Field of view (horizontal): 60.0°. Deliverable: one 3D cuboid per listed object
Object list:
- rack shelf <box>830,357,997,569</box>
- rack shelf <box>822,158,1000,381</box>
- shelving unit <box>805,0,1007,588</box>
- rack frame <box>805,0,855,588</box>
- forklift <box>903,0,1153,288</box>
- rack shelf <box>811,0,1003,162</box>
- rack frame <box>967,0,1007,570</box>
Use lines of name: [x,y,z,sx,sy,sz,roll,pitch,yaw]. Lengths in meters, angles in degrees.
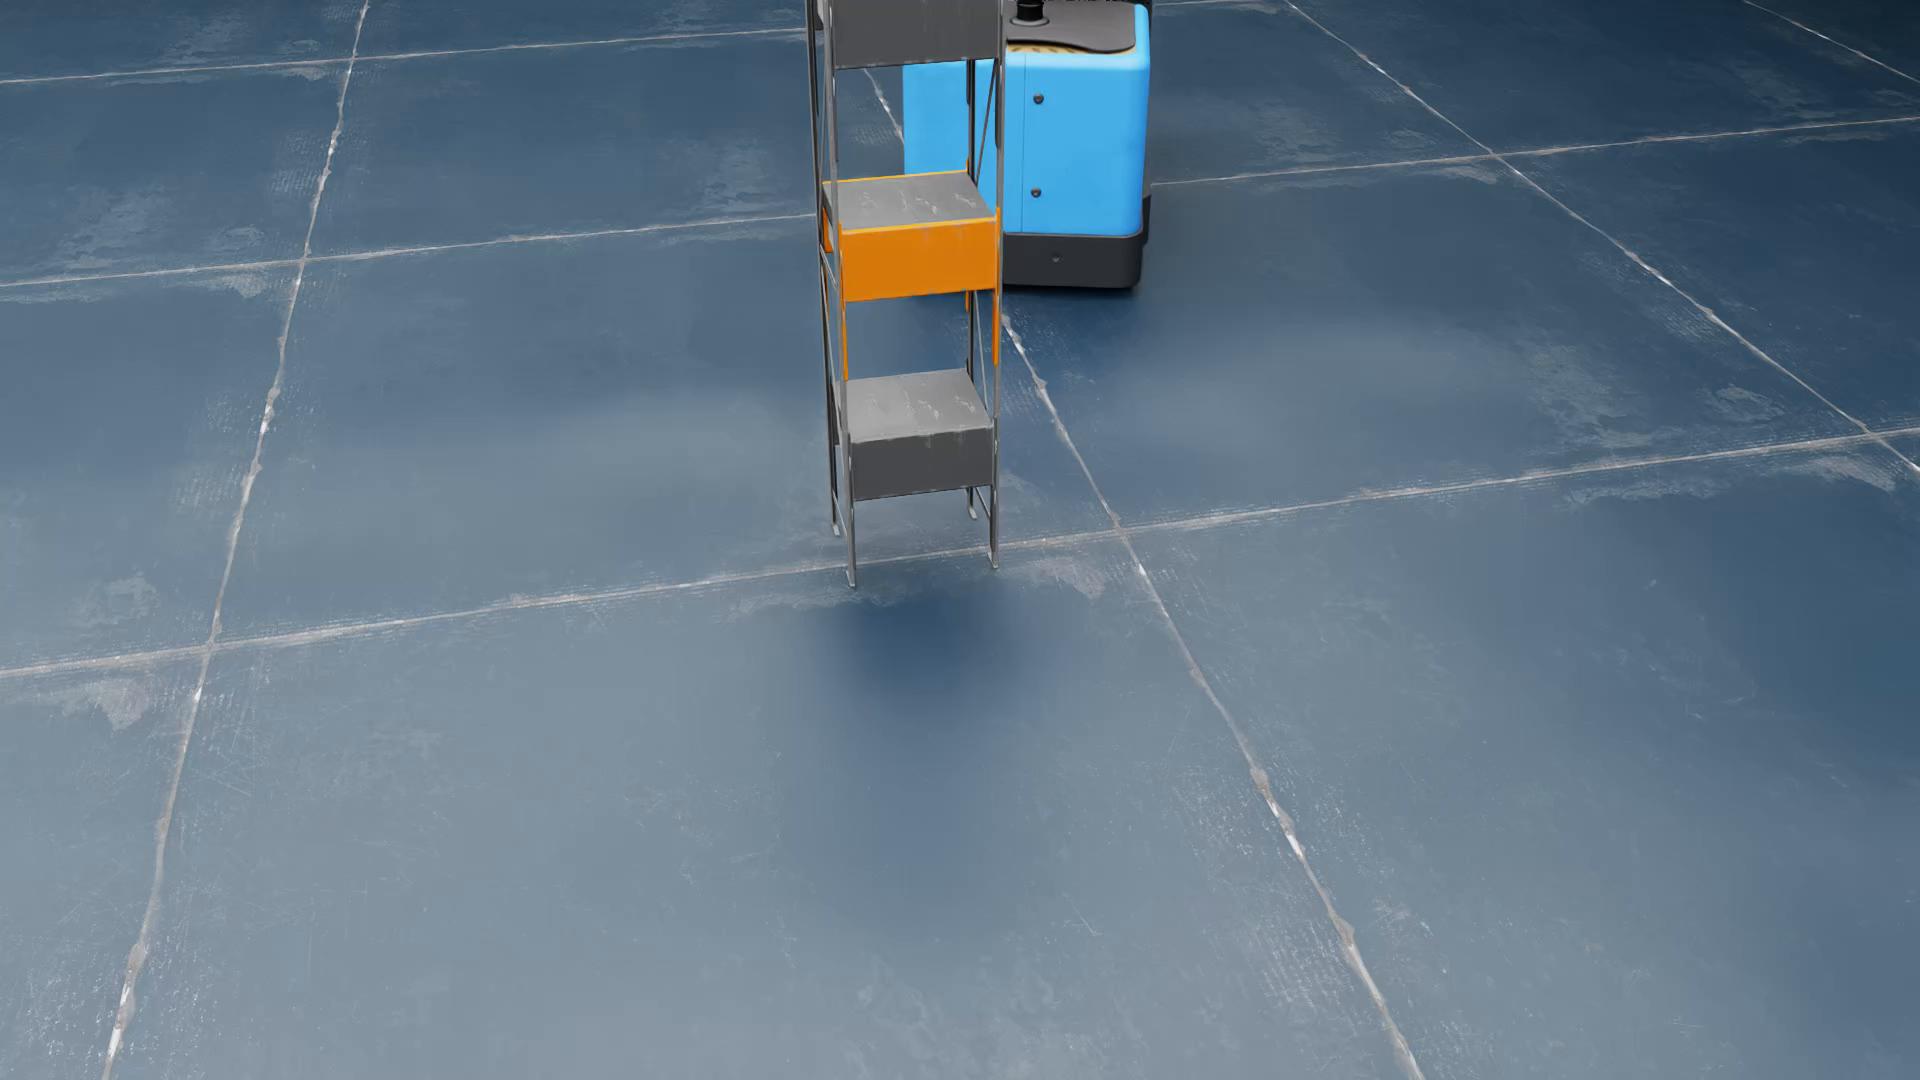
rack shelf: [-0.161,-0.259,5.532,0.480,0.518,0.431,-7,35,-11]
rack shelf: [-0.161,-0.840,5.142,0.480,0.518,0.431,-7,35,-11]
shelving unit: [-0.161,-0.852,5.135,0.503,2.100,0.431,-7,35,-11]
rack frame: [-0.399,-0.822,5.090,0.015,2.100,0.400,-7,35,-11]
forklift: [0.384,-3.116,7.764,1.130,2.935,3.031,3,34,4]
rack shelf: [-0.161,-1.421,4.752,0.480,0.518,0.431,-7,35,-11]
rack frame: [0.077,-0.882,5.179,0.015,2.100,0.400,-7,35,-11]
